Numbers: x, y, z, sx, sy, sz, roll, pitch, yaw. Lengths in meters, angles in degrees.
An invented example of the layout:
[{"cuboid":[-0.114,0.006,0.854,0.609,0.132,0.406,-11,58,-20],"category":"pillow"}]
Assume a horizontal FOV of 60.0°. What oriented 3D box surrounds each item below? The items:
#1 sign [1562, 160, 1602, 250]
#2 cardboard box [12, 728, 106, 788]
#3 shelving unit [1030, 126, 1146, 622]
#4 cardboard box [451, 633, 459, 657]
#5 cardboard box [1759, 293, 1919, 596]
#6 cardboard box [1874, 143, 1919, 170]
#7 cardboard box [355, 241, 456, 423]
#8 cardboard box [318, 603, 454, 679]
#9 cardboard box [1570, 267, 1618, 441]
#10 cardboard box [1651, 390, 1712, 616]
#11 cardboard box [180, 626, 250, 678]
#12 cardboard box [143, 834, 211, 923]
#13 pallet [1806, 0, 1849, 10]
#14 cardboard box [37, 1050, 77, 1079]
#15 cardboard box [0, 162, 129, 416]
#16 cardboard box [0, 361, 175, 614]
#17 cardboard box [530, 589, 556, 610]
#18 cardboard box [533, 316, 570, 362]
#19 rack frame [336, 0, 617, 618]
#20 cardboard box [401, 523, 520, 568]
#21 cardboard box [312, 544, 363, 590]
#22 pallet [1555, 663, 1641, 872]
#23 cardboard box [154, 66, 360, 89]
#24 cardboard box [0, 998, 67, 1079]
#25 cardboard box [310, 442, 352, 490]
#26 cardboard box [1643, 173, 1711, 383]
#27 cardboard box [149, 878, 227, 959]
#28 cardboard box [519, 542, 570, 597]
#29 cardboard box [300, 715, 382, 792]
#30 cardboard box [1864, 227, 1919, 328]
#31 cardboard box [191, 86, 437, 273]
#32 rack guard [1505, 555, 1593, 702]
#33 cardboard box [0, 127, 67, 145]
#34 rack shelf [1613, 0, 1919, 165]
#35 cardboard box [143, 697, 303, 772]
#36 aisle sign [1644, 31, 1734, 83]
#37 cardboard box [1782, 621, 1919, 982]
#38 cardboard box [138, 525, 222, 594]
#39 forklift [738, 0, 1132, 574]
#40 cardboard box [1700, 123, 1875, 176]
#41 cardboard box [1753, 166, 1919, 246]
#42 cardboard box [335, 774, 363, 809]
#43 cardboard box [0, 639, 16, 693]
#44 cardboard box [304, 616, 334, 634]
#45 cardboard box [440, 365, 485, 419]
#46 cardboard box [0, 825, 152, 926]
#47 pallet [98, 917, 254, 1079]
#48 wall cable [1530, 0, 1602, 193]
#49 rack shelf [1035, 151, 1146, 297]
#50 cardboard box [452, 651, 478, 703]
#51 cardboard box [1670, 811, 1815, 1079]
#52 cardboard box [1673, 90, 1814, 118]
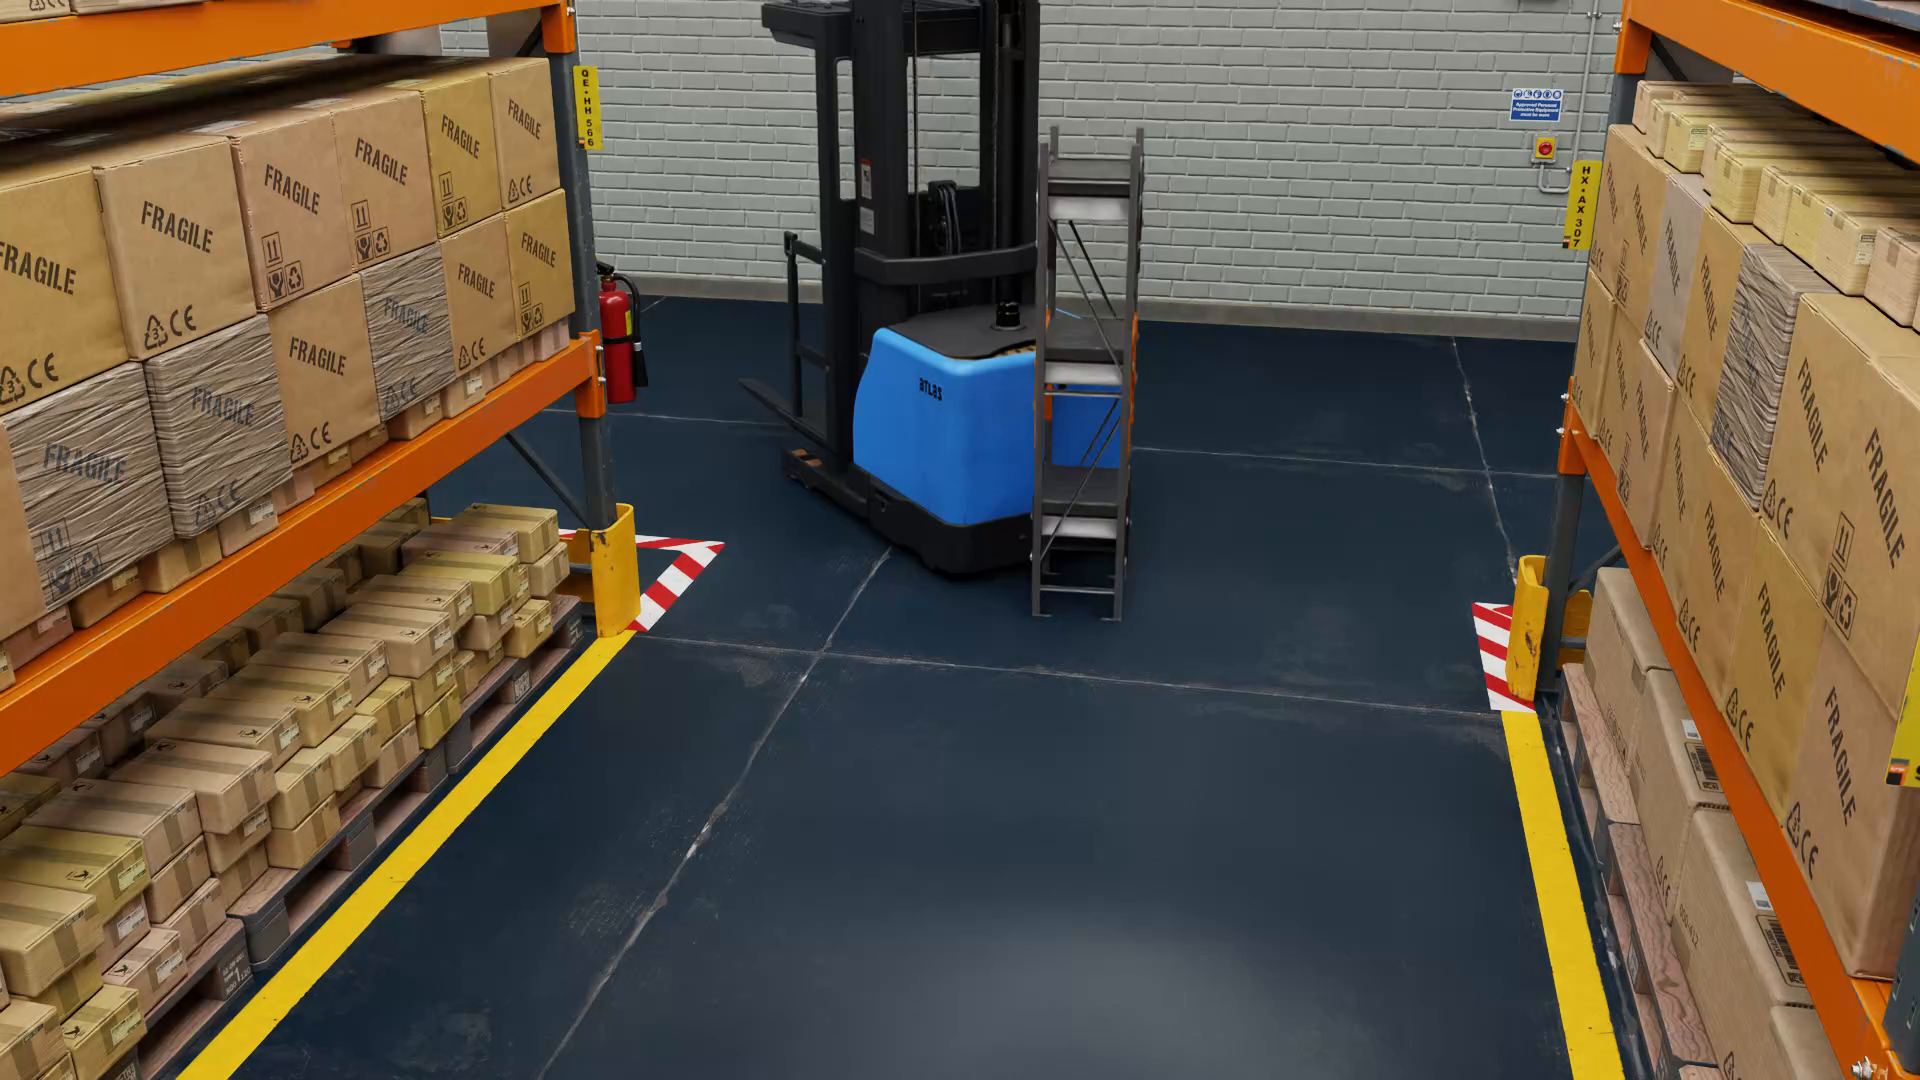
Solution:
[{"cuboid":[2.297,-1.236,6.143,0.100,0.325,0.005,4,22,11],"category":"sign"},{"cuboid":[-2.874,0.688,5.088,0.380,0.149,0.250,3,22,8],"category":"cardboard box"},{"cuboid":[0.557,-0.709,7.302,0.431,2.100,0.503,3,22,7],"category":"shelving unit"},{"cuboid":[-2.115,0.391,6.222,0.380,0.149,0.250,4,22,10],"category":"cardboard box"},{"cuboid":[1.961,-0.179,3.311,0.500,0.500,0.500,4,22,10],"category":"cardboard box"},{"cuboid":[2.749,-1.043,4.588,0.380,0.149,0.250,4,22,10],"category":"cardboard box"},{"cuboid":[-2.071,-0.720,5.594,0.500,0.500,0.500,5,22,11],"category":"cardboard box"},{"cuboid":[-2.038,0.355,5.914,0.380,0.149,0.250,5,23,13],"category":"cardboard box"},{"cuboid":[2.461,-0.646,5.808,0.500,0.500,0.500,4,22,10],"category":"cardboard box"},{"cuboid":[2.177,-0.090,4.427,0.500,0.500,0.500,5,23,13],"category":"cardboard box"},{"cuboid":[-2.716,0.407,5.787,0.380,0.149,0.250,5,22,12],"category":"cardboard box"},{"cuboid":[-2.420,0.961,4.808,0.380,0.149,0.250,3,22,8],"category":"cardboard box"},{"cuboid":[2.452,-1.384,3.878,1.003,0.211,1.213,4,22,11],"category":"pallet"},{"cuboid":[-2.454,1.388,4.145,0.380,0.149,0.250,3,22,9],"category":"cardboard box"},{"cuboid":[-2.422,-0.616,3.998,0.500,0.500,0.500,4,22,9],"category":"cardboard box"},{"cuboid":[-2.401,-0.159,4.200,0.500,0.500,0.500,4,22,11],"category":"cardboard box"},{"cuboid":[-1.930,0.242,6.991,0.380,0.149,0.250,5,22,12],"category":"cardboard box"},{"cuboid":[-1.817,-0.836,6.751,0.380,0.149,0.250,4,22,11],"category":"cardboard box"},{"cuboid":[-2.027,-1.094,7.054,1.000,3.000,0.127,4,22,11],"category":"rack frame"},{"cuboid":[-1.994,0.058,6.651,0.380,0.149,0.250,5,22,12],"category":"cardboard box"},{"cuboid":[-2.582,0.116,6.508,0.380,0.149,0.250,4,22,11],"category":"cardboard box"},{"cuboid":[2.753,0.839,5.989,1.003,0.211,1.213,4,22,11],"category":"pallet"},{"cuboid":[-2.475,-1.413,5.976,0.500,0.500,0.500,5,22,12],"category":"cardboard box"},{"cuboid":[-2.456,1.251,4.089,0.380,0.149,0.250,5,23,13],"category":"cardboard box"},{"cuboid":[-2.204,-0.274,5.354,0.380,0.149,0.250,5,22,12],"category":"cardboard box"},{"cuboid":[2.267,-0.731,4.682,0.500,0.500,0.500,4,22,11],"category":"cardboard box"},{"cuboid":[-2.397,1.099,4.863,0.380,0.149,0.250,4,22,10],"category":"cardboard box"},{"cuboid":[-1.855,0.111,6.919,0.380,0.149,0.250,4,22,9],"category":"cardboard box"},{"cuboid":[-2.152,0.687,5.490,0.380,0.149,0.250,5,22,11],"category":"cardboard box"},{"cuboid":[2.029,-0.511,3.266,0.380,0.149,0.250,4,22,10],"category":"cardboard box"},{"cuboid":[-2.078,-1.179,5.396,0.500,0.500,0.500,6,23,14],"category":"cardboard box"},{"cuboid":[2.844,0.397,6.697,1.175,0.500,0.348,4,22,11],"category":"rack guard"},{"cuboid":[-2.793,-0.847,4.571,0.500,0.500,0.500,5,22,12],"category":"cardboard box"},{"cuboid":[2.431,-1.079,3.967,1.077,0.370,4.000,4,22,11],"category":"rack shelf"},{"cuboid":[-2.315,0.628,5.236,0.380,0.149,0.250,4,22,9],"category":"cardboard box"},{"cuboid":[2.570,-2.008,5.843,0.394,0.787,0.004,4,22,11],"category":"aisle sign"},{"cuboid":[1.868,0.474,3.027,0.500,0.500,0.500,5,22,11],"category":"cardboard box"},{"cuboid":[-2.305,0.019,4.627,0.380,0.149,0.250,5,22,12],"category":"cardboard box"},{"cuboid":[-0.324,-1.709,8.673,1.130,2.935,3.031,-12,25,-27],"category":"forklift"},{"cuboid":[2.309,-1.070,4.655,0.380,0.149,0.250,5,22,11],"category":"cardboard box"},{"cuboid":[2.133,-0.792,3.965,0.380,0.149,0.250,4,22,11],"category":"cardboard box"},{"cuboid":[-2.251,0.809,5.584,0.380,0.149,0.250,5,22,12],"category":"cardboard box"},{"cuboid":[-2.485,0.307,3.912,0.380,0.149,0.250,5,22,12],"category":"cardboard box"},{"cuboid":[-2.618,0.346,6.336,0.380,0.149,0.250,5,23,13],"category":"cardboard box"},{"cuboid":[-1.970,-0.560,6.066,0.380,0.149,0.250,5,22,12],"category":"cardboard box"},{"cuboid":[-2.452,0.918,4.516,0.380,0.149,0.250,4,22,10],"category":"cardboard box"},{"cuboid":[-2.741,1.414,4.559,1.003,0.211,1.213,4,22,11],"category":"pallet"},{"cuboid":[3.967,-3.303,11.138,0.585,1.953,0.123,4,22,11],"category":"wall cable"},{"cuboid":[0.557,-1.345,7.046,0.431,0.518,0.480,3,22,7],"category":"rack shelf"},{"cuboid":[-2.059,0.526,6.288,0.380,0.149,0.250,5,22,11],"category":"cardboard box"},{"cuboid":[2.439,1.154,4.339,0.875,0.438,0.875,4,22,9],"category":"cardboard box"},{"cuboid":[2.512,-1.354,5.361,0.380,0.149,0.250,5,22,12],"category":"cardboard box"}]
